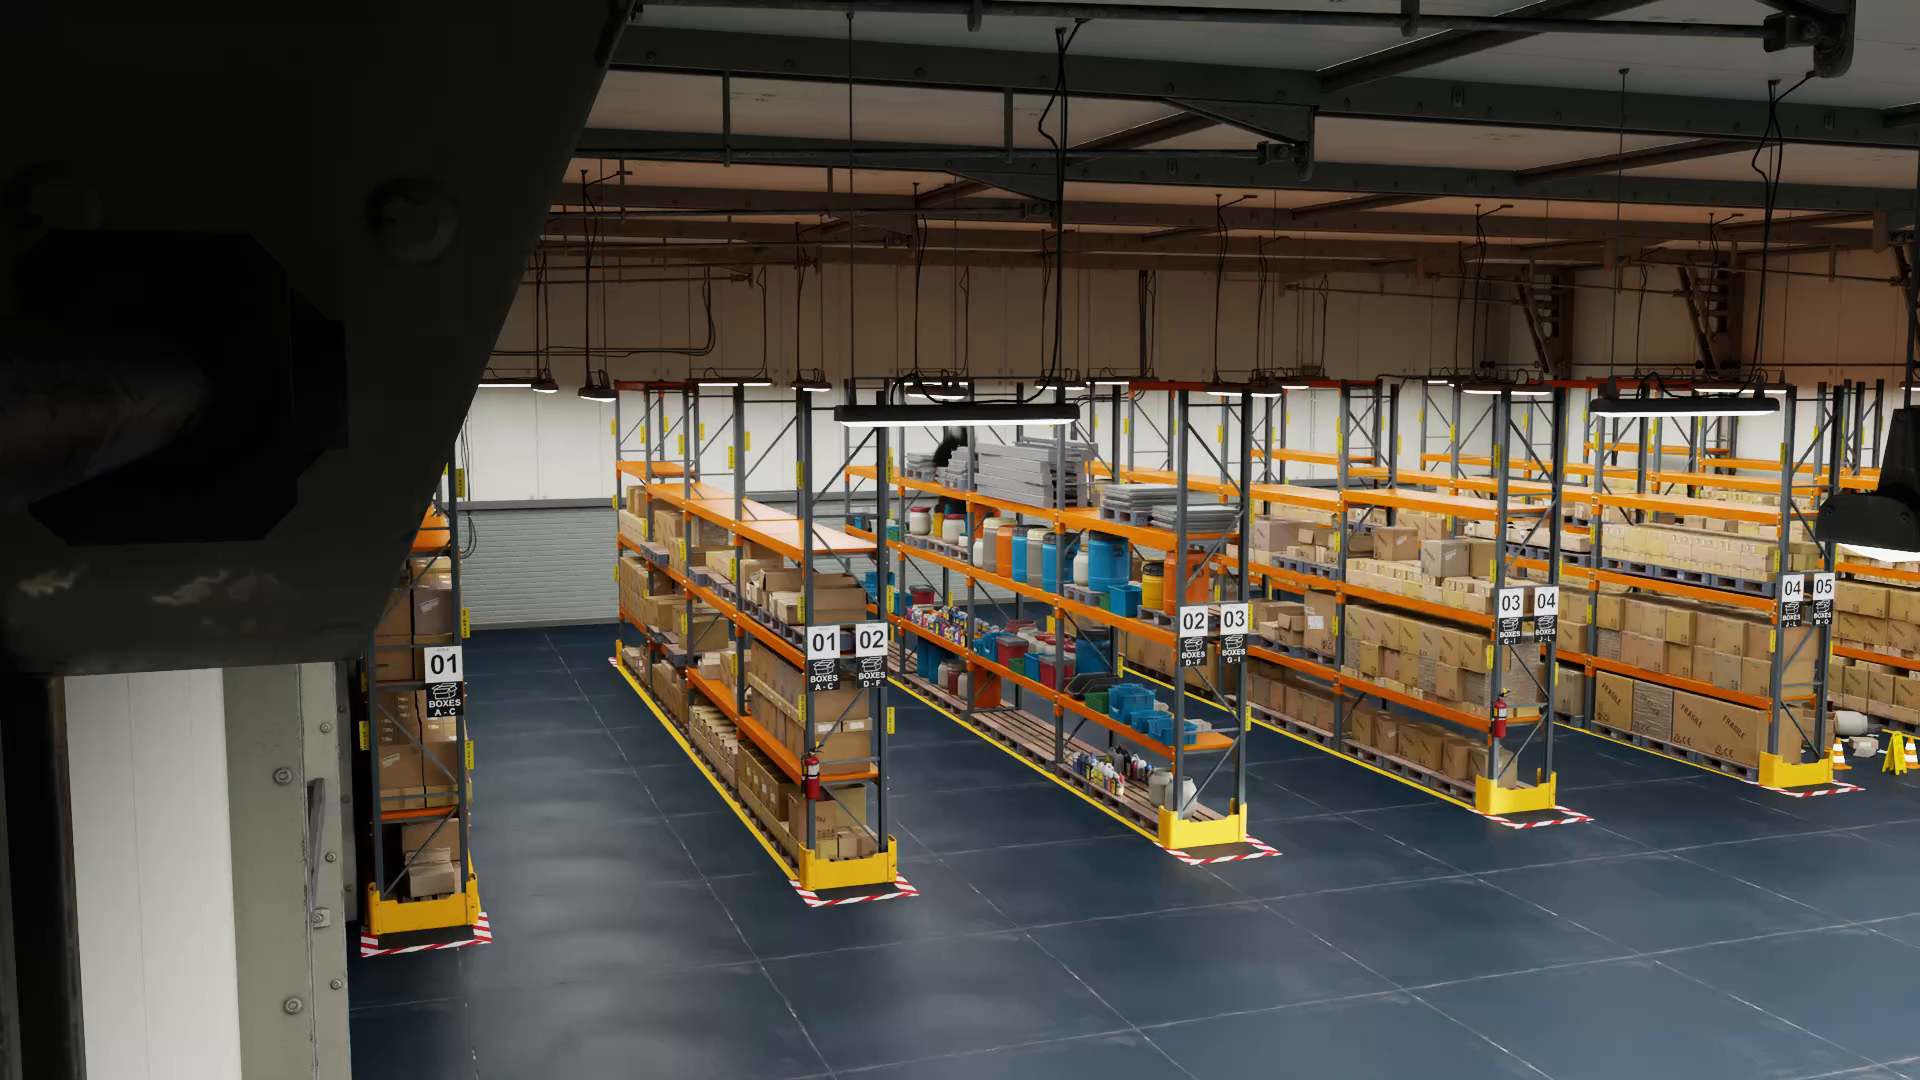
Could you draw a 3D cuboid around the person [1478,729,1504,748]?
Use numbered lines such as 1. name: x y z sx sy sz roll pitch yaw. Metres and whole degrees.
1. person: 8.937 2.593 27.566 0.650 1.708 0.768 -4 7 -34
